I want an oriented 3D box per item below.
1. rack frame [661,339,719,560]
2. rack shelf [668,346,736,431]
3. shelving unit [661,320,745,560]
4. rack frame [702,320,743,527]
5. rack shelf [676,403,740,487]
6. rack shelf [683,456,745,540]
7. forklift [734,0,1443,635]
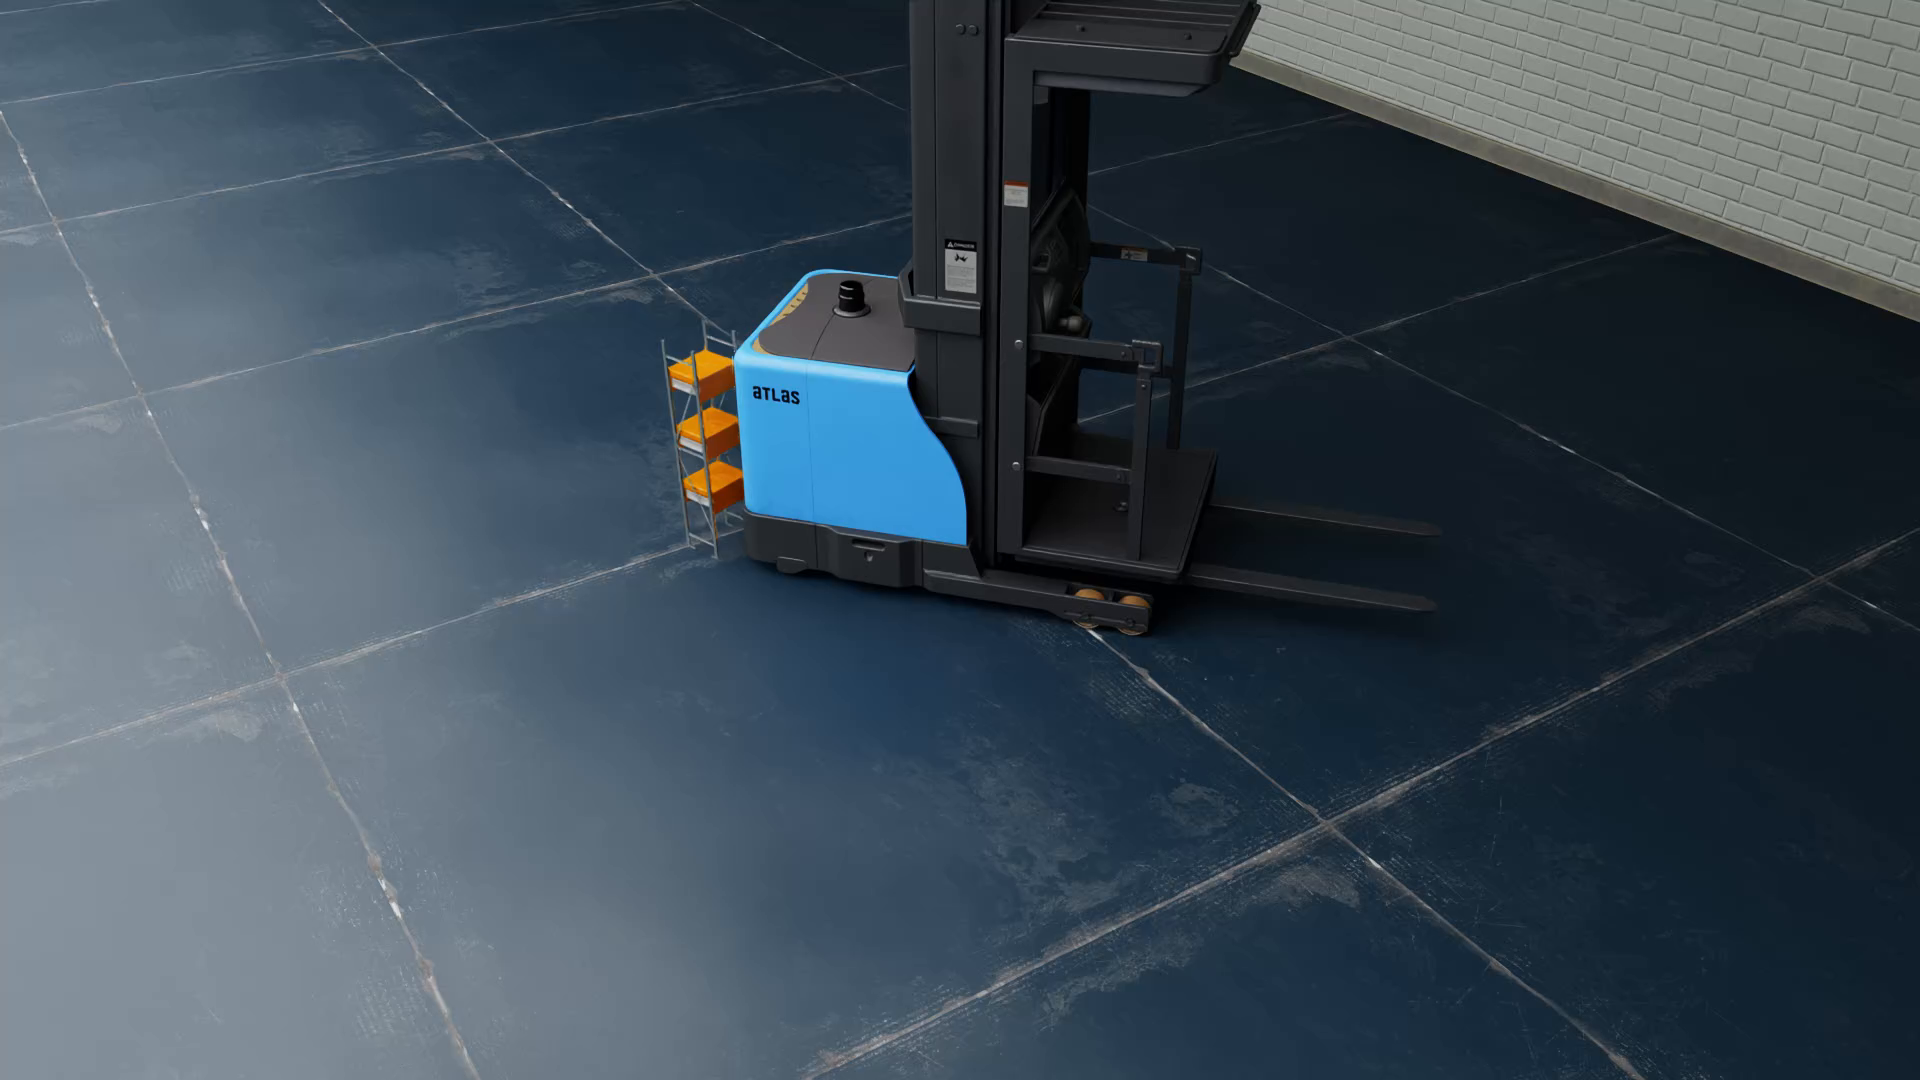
[{"bbox_3d":[-1.193,-0.385,7.372,0.200,1.050,0.008,22,39,32],"label":"rack frame"},{"bbox_3d":[-1.123,-0.669,7.307,0.215,0.259,0.240,22,39,32],"label":"rack shelf"},{"bbox_3d":[-1.117,-0.438,7.452,0.215,1.050,0.252,22,39,32],"label":"shelving unit"},{"bbox_3d":[-1.041,-0.490,7.532,0.200,1.050,0.008,22,39,32],"label":"rack frame"},{"bbox_3d":[-1.116,-0.429,7.458,0.215,0.259,0.240,22,39,32],"label":"rack shelf"},{"bbox_3d":[-1.110,-0.193,7.606,0.215,0.259,0.240,22,39,32],"label":"rack shelf"},{"bbox_3d":[0.603,-1.149,6.824,3.031,2.935,1.130,9,33,13],"label":"forklift"}]
